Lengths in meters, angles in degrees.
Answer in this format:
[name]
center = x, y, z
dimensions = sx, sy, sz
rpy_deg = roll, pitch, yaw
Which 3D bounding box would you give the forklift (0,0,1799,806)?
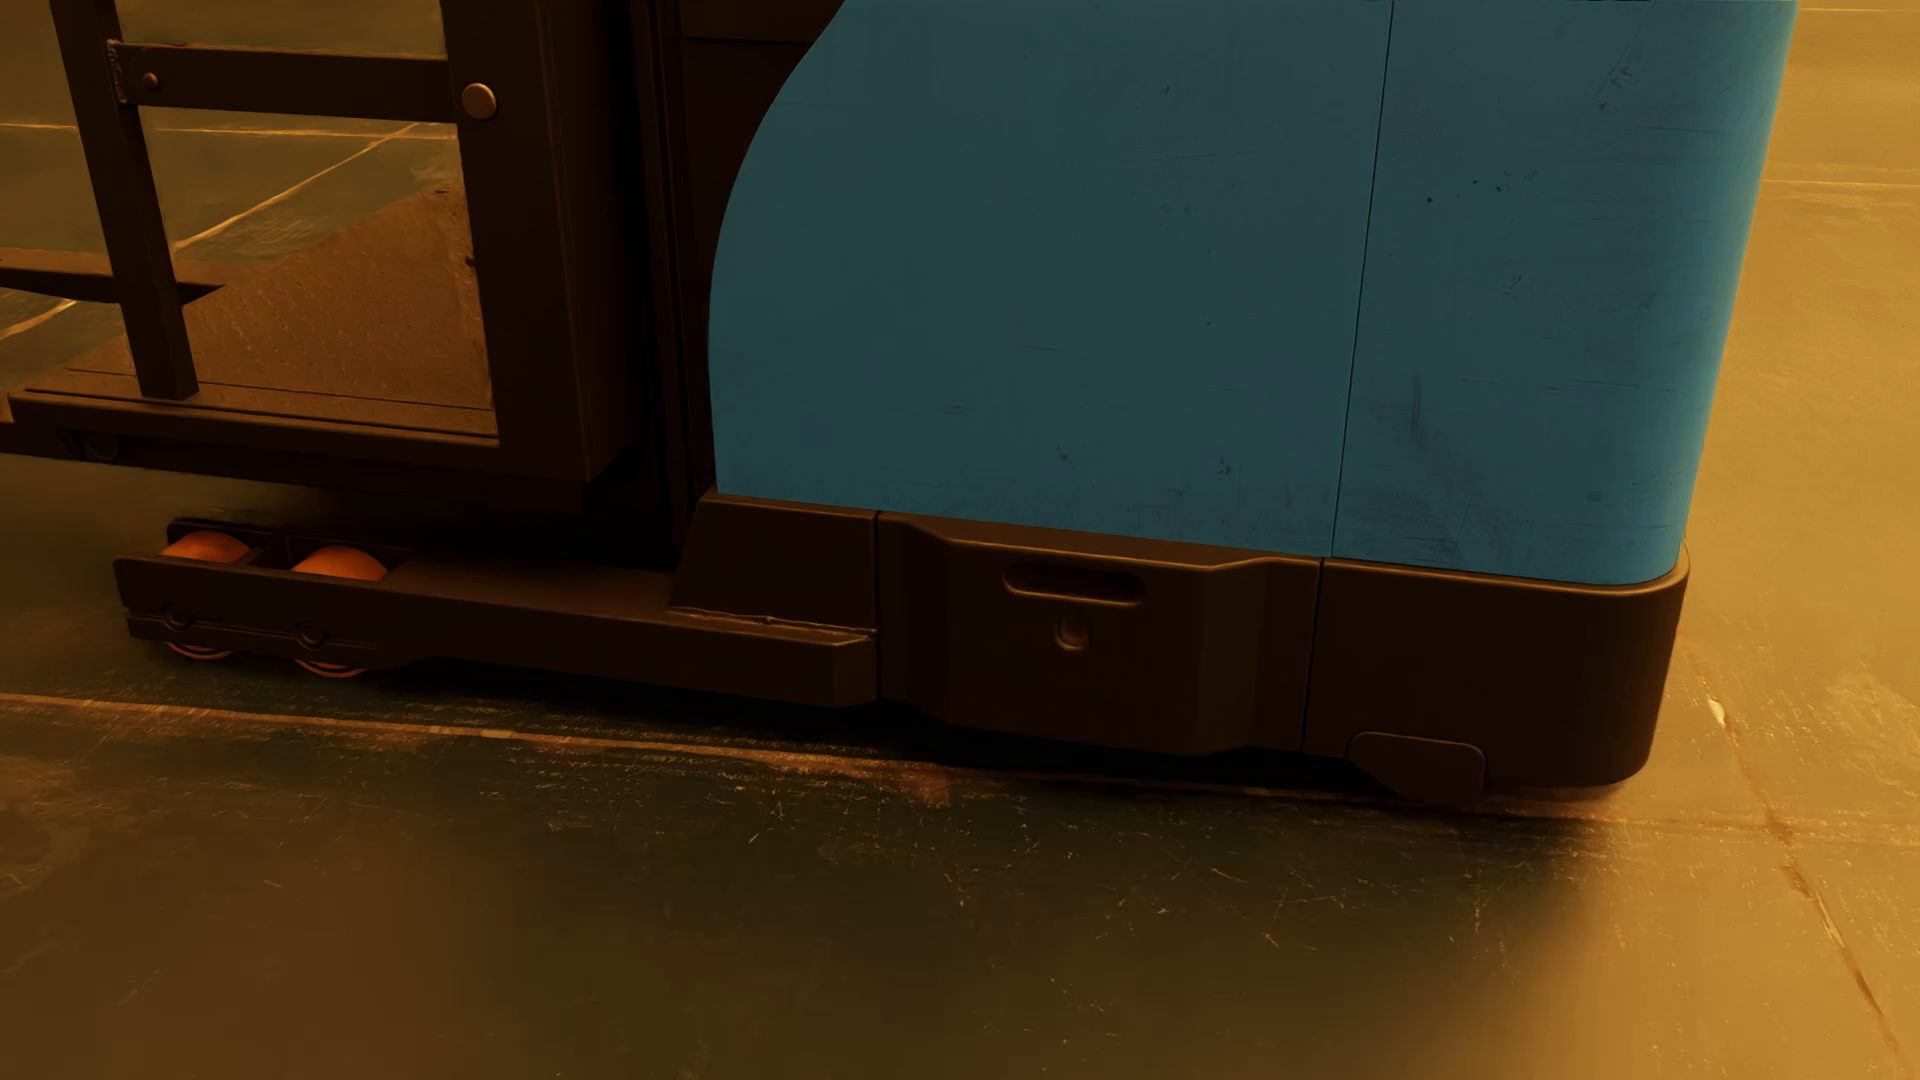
[forklift]
center = -0.599, -1.355, 1.933
dimensions = 3.031, 2.935, 1.130
rpy_deg = 6, 27, 12
